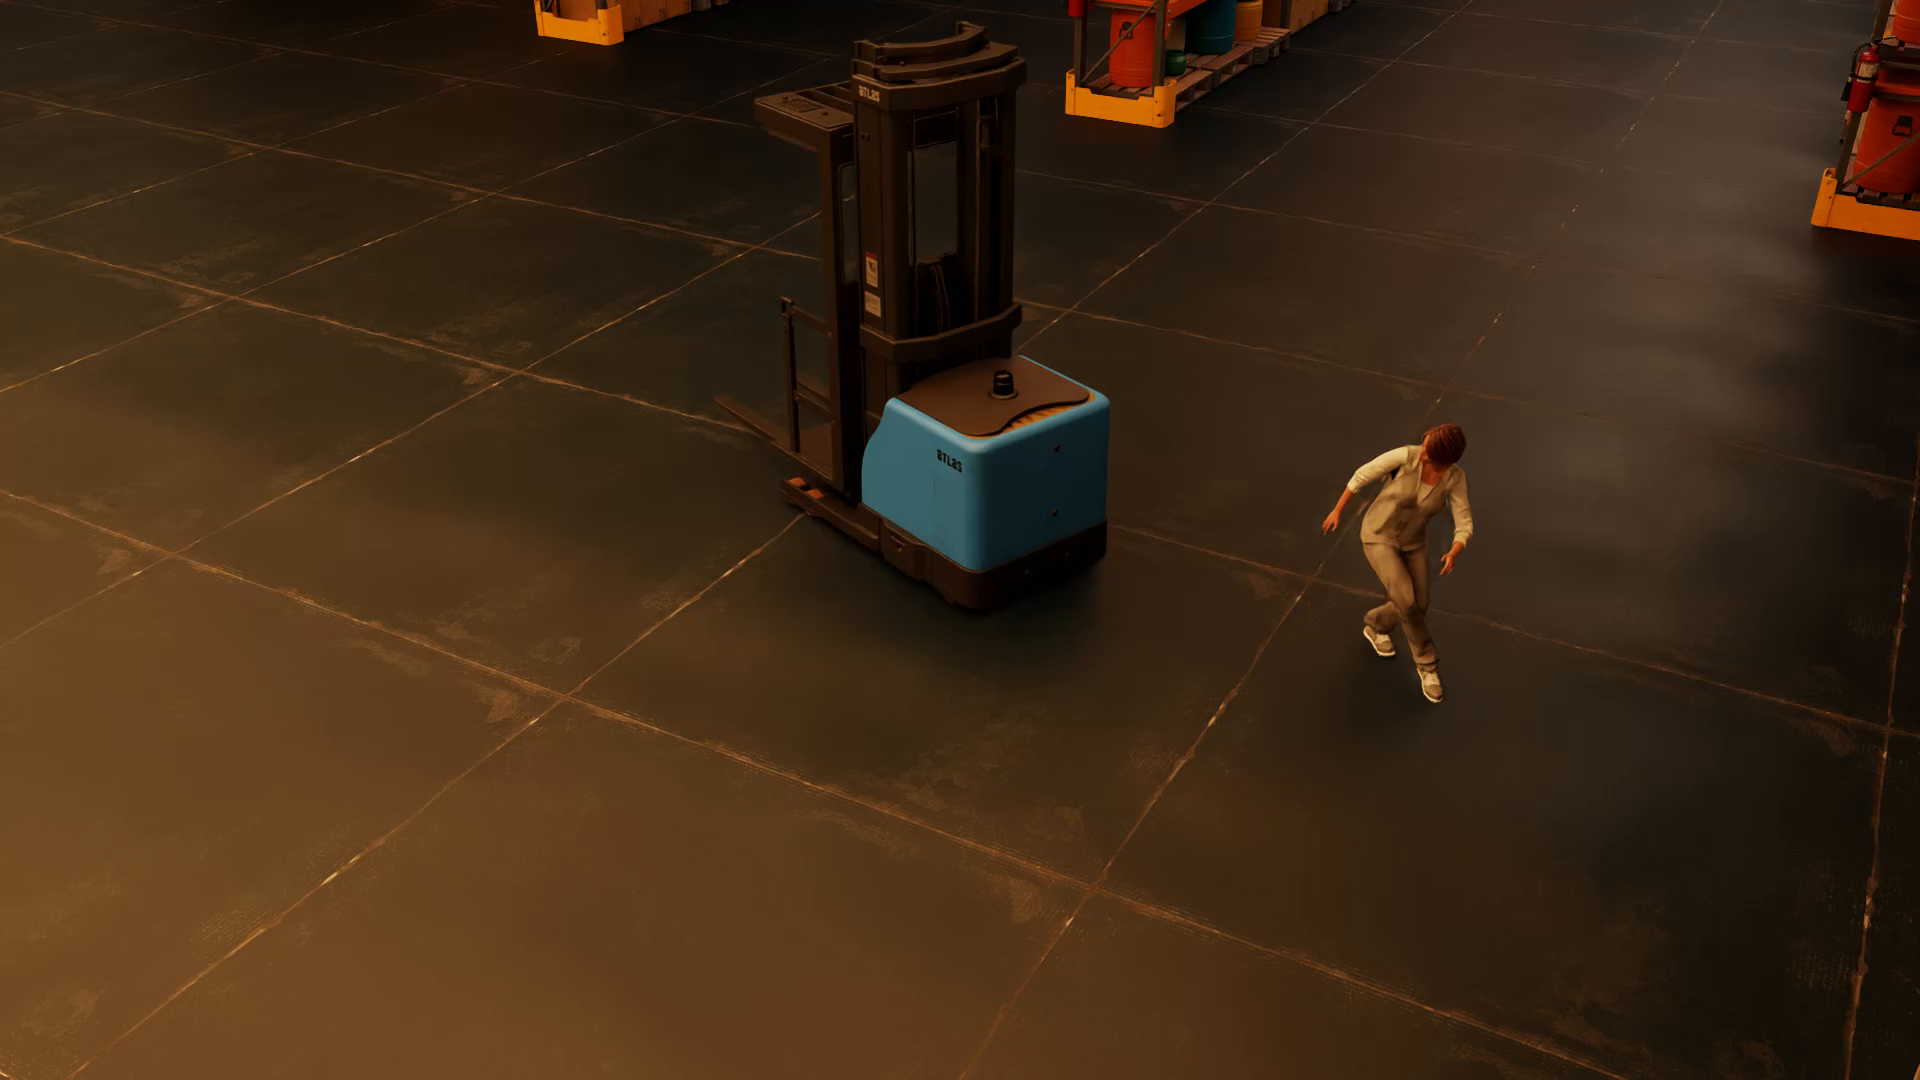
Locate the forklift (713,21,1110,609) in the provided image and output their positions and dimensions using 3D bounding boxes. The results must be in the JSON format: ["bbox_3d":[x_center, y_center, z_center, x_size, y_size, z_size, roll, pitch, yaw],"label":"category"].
[{"bbox_3d":[-0.461,-1.556,9.766,1.130,2.935,3.031,-22,37,-33],"label":"forklift"}]

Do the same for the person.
[{"bbox_3d":[2.240,0.068,8.445,0.645,1.448,0.730,-4,30,-8],"label":"person"}]
